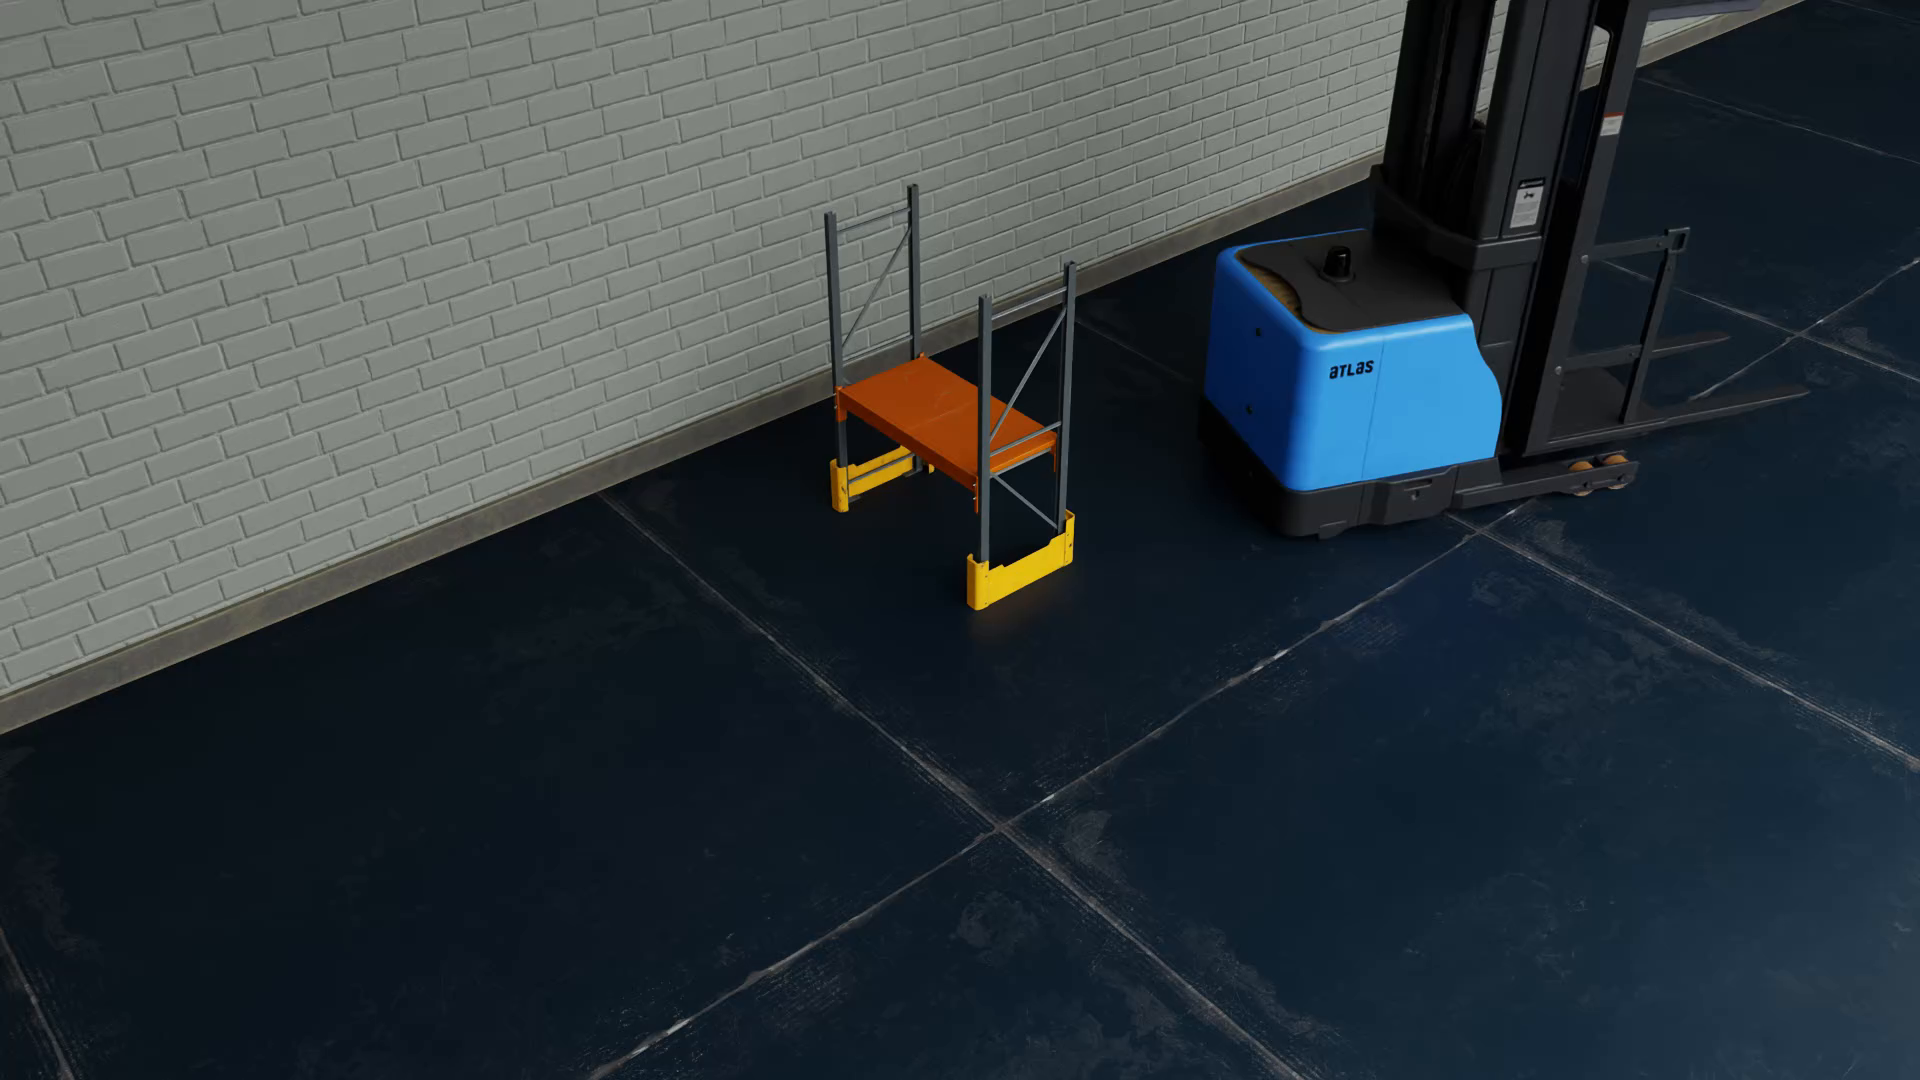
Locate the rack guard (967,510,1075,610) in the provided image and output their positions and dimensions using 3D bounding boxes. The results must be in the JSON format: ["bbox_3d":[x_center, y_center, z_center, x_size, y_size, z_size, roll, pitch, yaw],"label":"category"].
[{"bbox_3d":[0.272,0.084,7.415,0.587,0.250,0.087,-26,43,-32],"label":"rack guard"}]

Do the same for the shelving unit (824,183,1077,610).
[{"bbox_3d":[-0.049,-0.646,7.364,0.587,1.500,1.083,-26,43,-32],"label":"shelving unit"}]

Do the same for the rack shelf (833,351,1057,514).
[{"bbox_3d":[-0.055,-0.503,7.474,0.538,0.185,1.000,-26,43,-32],"label":"rack shelf"}]

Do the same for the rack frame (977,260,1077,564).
[{"bbox_3d":[0.273,-0.425,7.053,0.500,1.500,0.032,-26,43,-32],"label":"rack frame"}]

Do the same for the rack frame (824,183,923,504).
[{"bbox_3d":[-0.383,-0.874,7.687,0.500,1.500,0.032,-26,43,-32],"label":"rack frame"}]

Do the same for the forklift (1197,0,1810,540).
[{"bbox_3d":[2.769,-1.689,7.599,3.031,2.935,1.130,-10,37,-14],"label":"forklift"}]

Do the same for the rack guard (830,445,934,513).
[{"bbox_3d":[-0.371,-0.356,8.036,0.587,0.250,0.087,-26,43,-32],"label":"rack guard"}]
